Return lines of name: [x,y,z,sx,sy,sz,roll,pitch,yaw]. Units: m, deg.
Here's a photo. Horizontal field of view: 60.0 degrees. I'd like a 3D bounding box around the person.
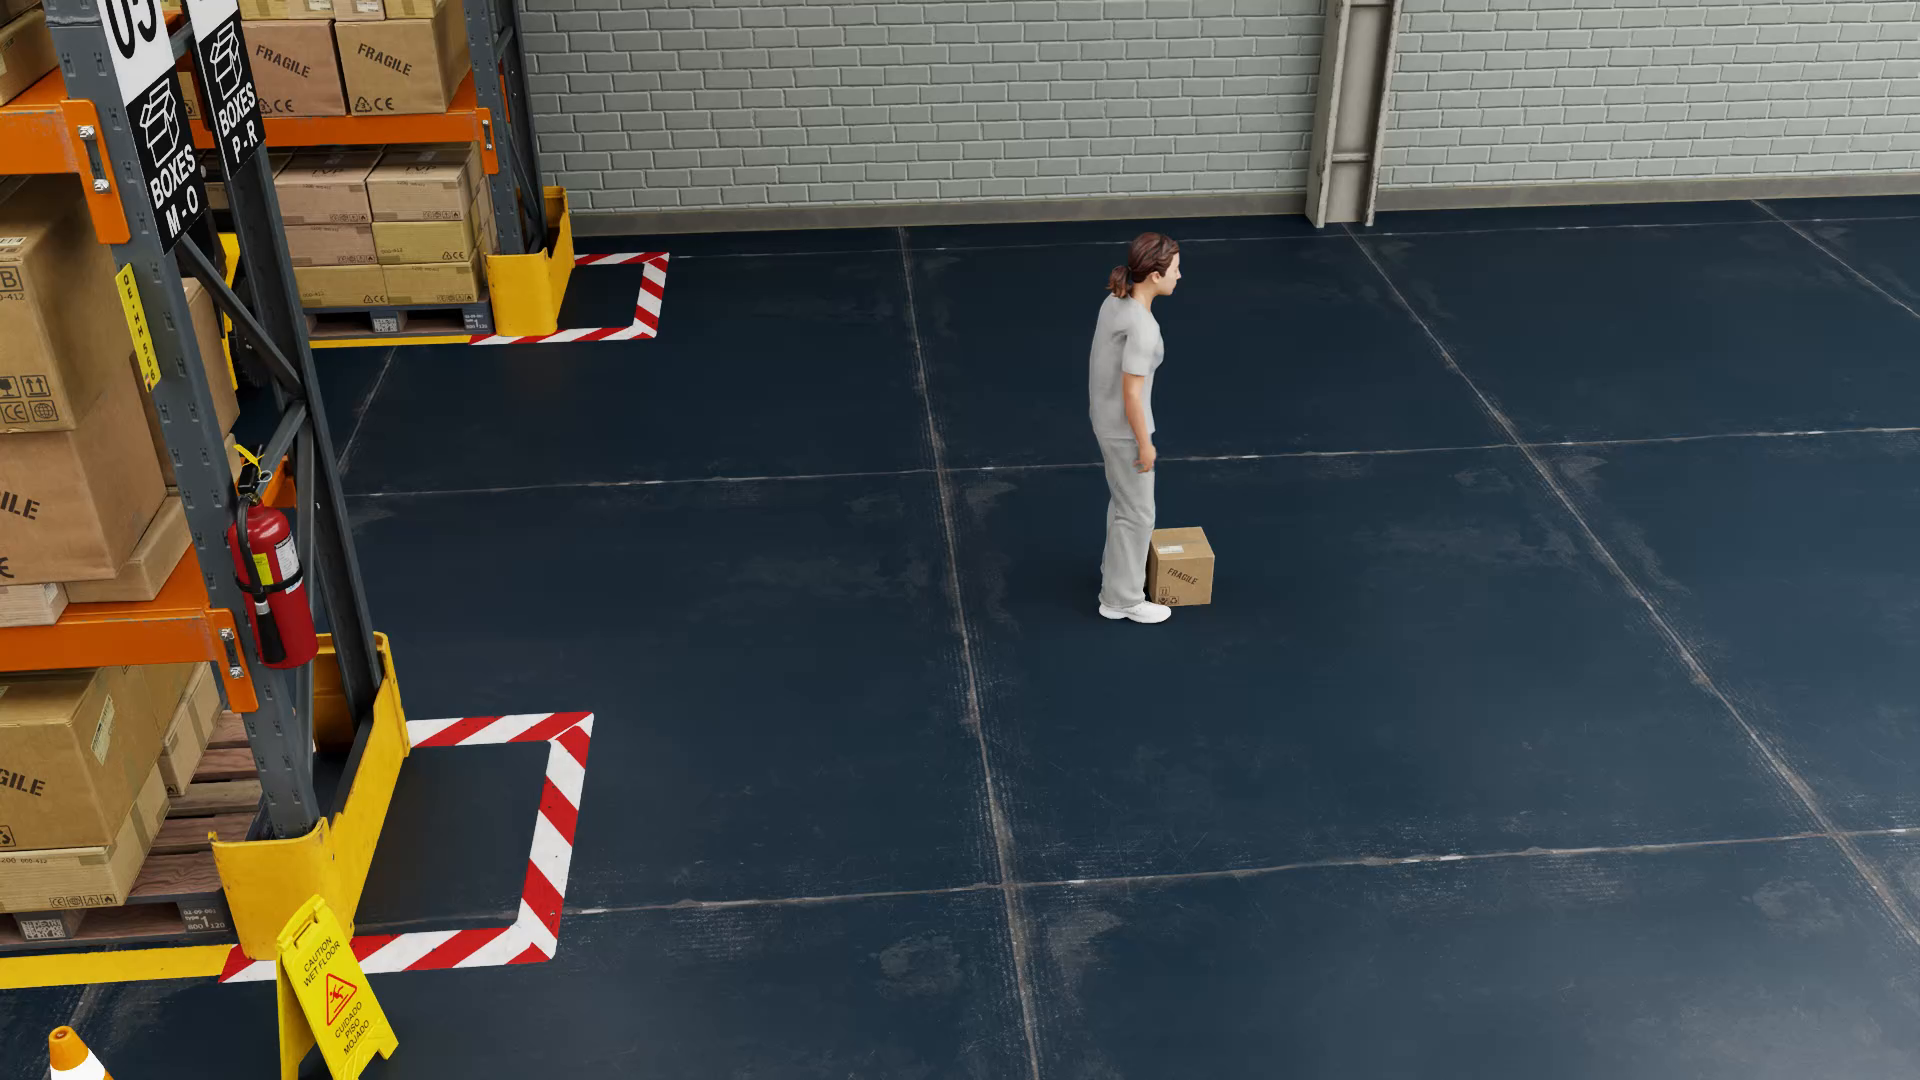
person: [0.737,-0.473,6.915,0.407,1.672,0.485,-3,31,-4]
